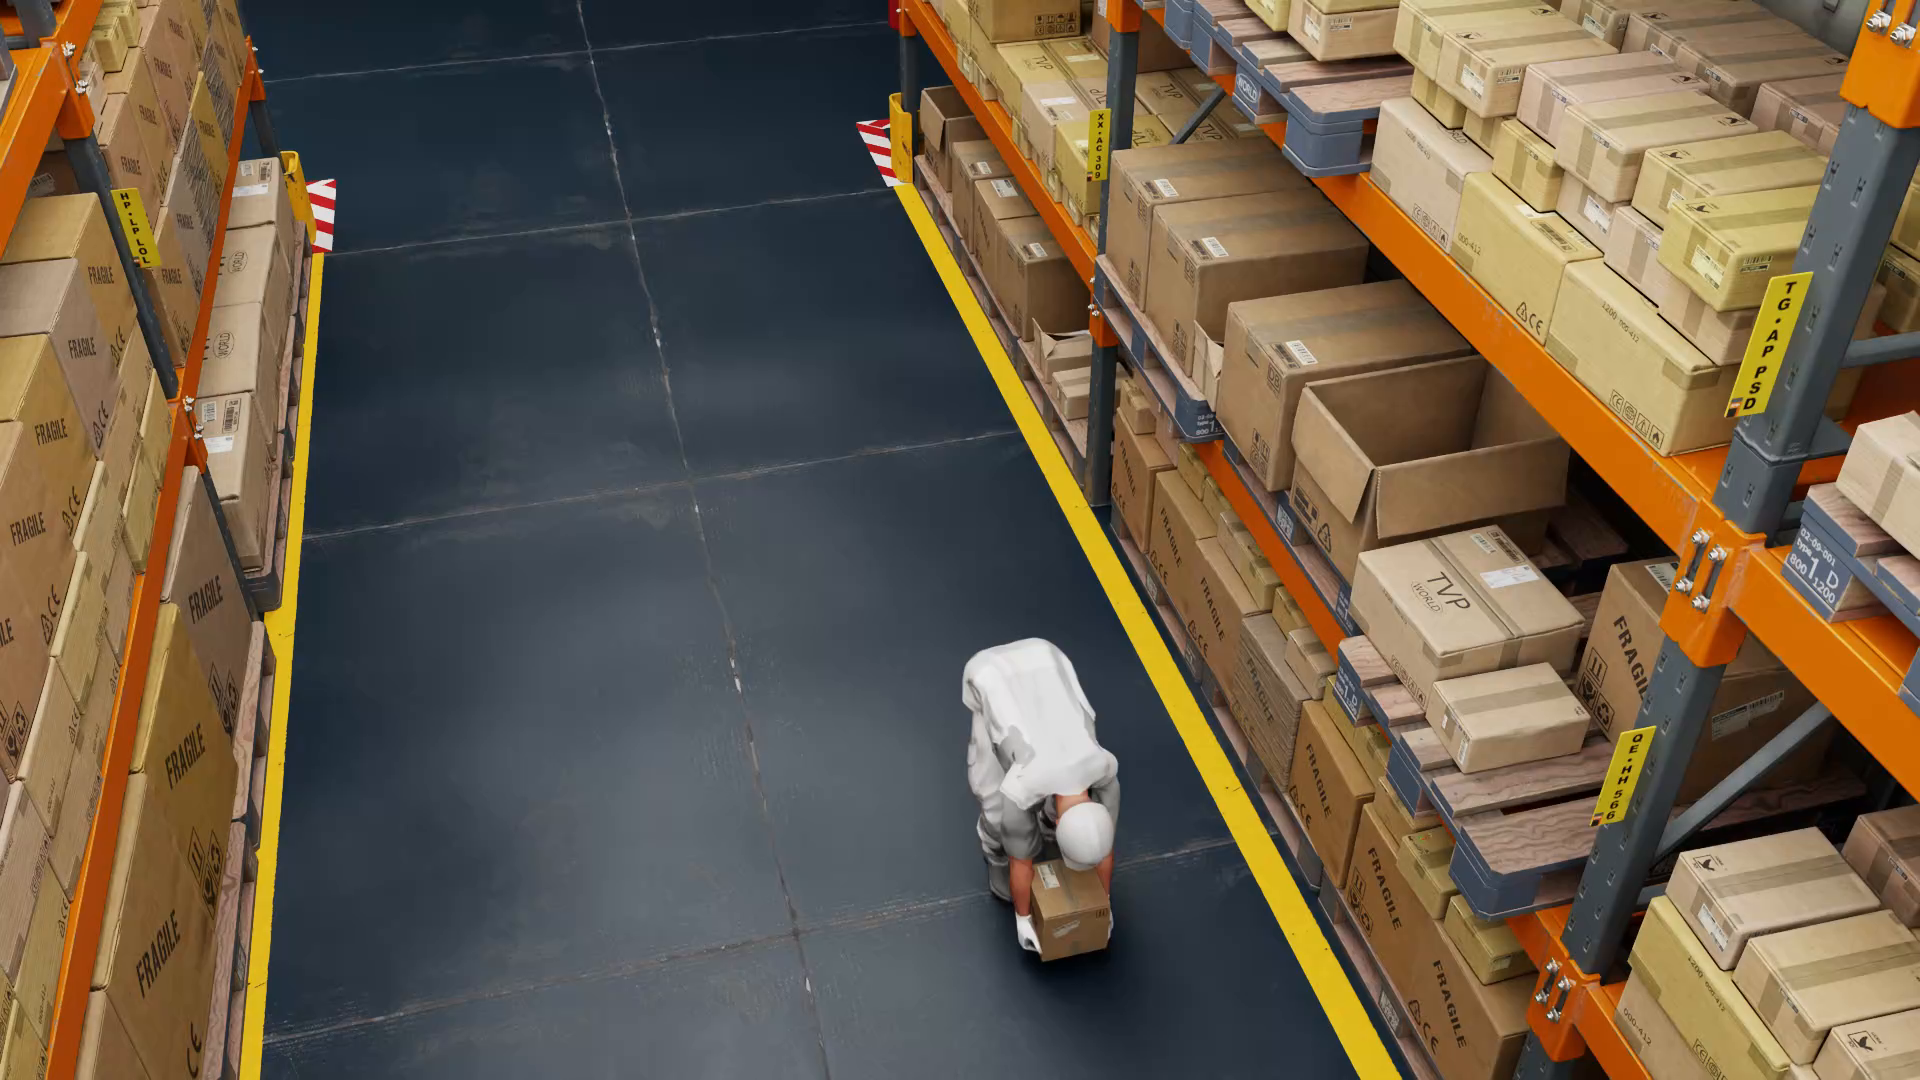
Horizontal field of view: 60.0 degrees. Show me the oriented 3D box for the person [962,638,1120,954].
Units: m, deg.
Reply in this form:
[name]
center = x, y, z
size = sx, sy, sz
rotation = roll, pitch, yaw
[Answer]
[person]
center = 0.320, 0.961, 6.088
size = 0.522, 1.010, 0.952
rotation = -12, 39, -15
